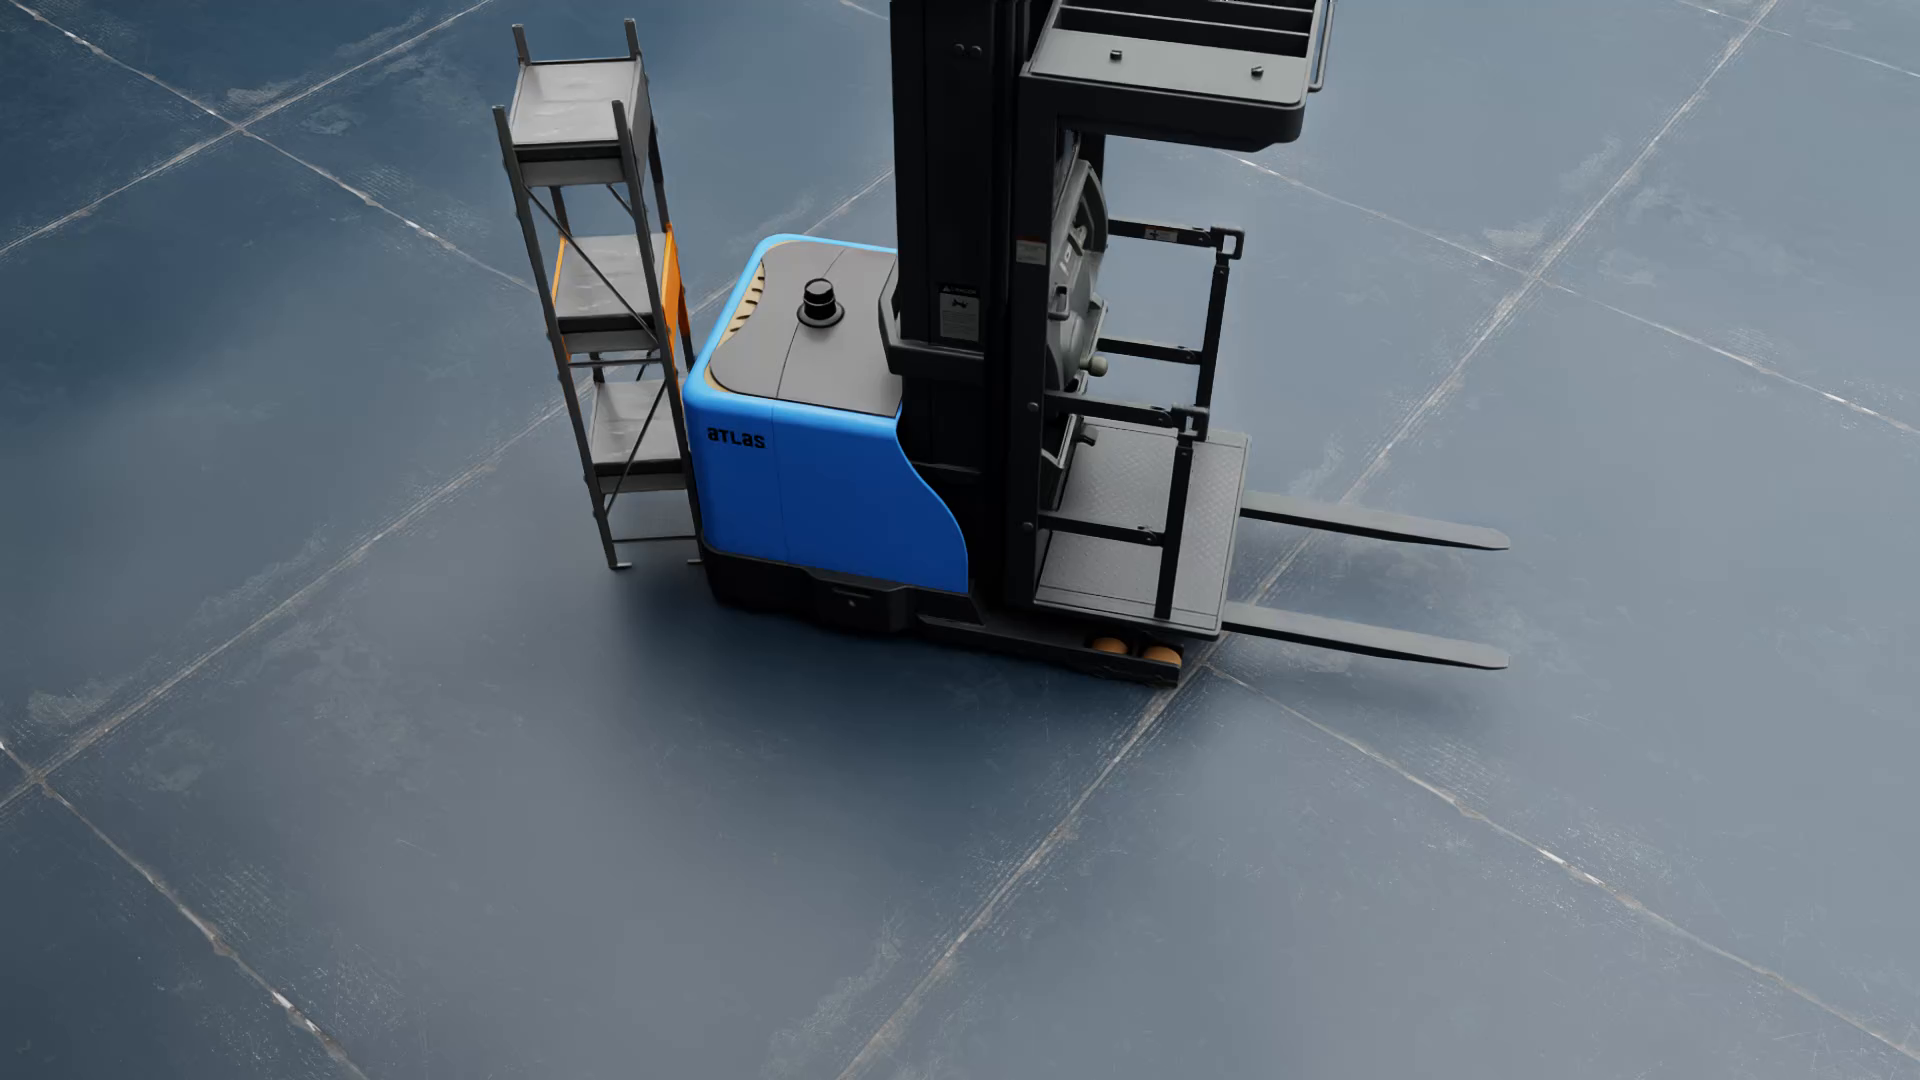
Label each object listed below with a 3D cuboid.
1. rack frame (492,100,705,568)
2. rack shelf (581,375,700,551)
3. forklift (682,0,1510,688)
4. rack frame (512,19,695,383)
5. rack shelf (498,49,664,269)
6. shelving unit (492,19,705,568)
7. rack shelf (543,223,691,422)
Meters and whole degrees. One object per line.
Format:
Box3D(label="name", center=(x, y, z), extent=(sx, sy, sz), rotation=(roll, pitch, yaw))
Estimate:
Box3D(label="rack frame", center=(-1.221, -0.623, 5.887), extent=(0.400, 2.100, 0.015), rotation=(-3, 47, -2))
Box3D(label="rack shelf", center=(-1.222, -0.311, 6.574), extent=(0.431, 0.518, 0.480), rotation=(-3, 47, -2))
Box3D(label="forklift", center=(0.584, -0.883, 5.567), extent=(3.031, 2.935, 1.130), rotation=(10, 47, 9))
Box3D(label="rack frame", center=(-1.250, -0.977, 6.222), extent=(0.400, 2.100, 0.015), rotation=(-3, 47, -2))
Box3D(label="rack shelf", center=(-1.248, -1.271, 5.555), extent=(0.431, 0.518, 0.480), rotation=(-3, 47, -2))
Box3D(label="shelving unit", center=(-1.235, -0.800, 6.054), extent=(0.431, 2.100, 0.503), rotation=(-3, 47, -2))
Box3D(label="rack shelf", center=(-1.235, -0.791, 6.064), extent=(0.431, 0.518, 0.480), rotation=(-3, 47, -2))
